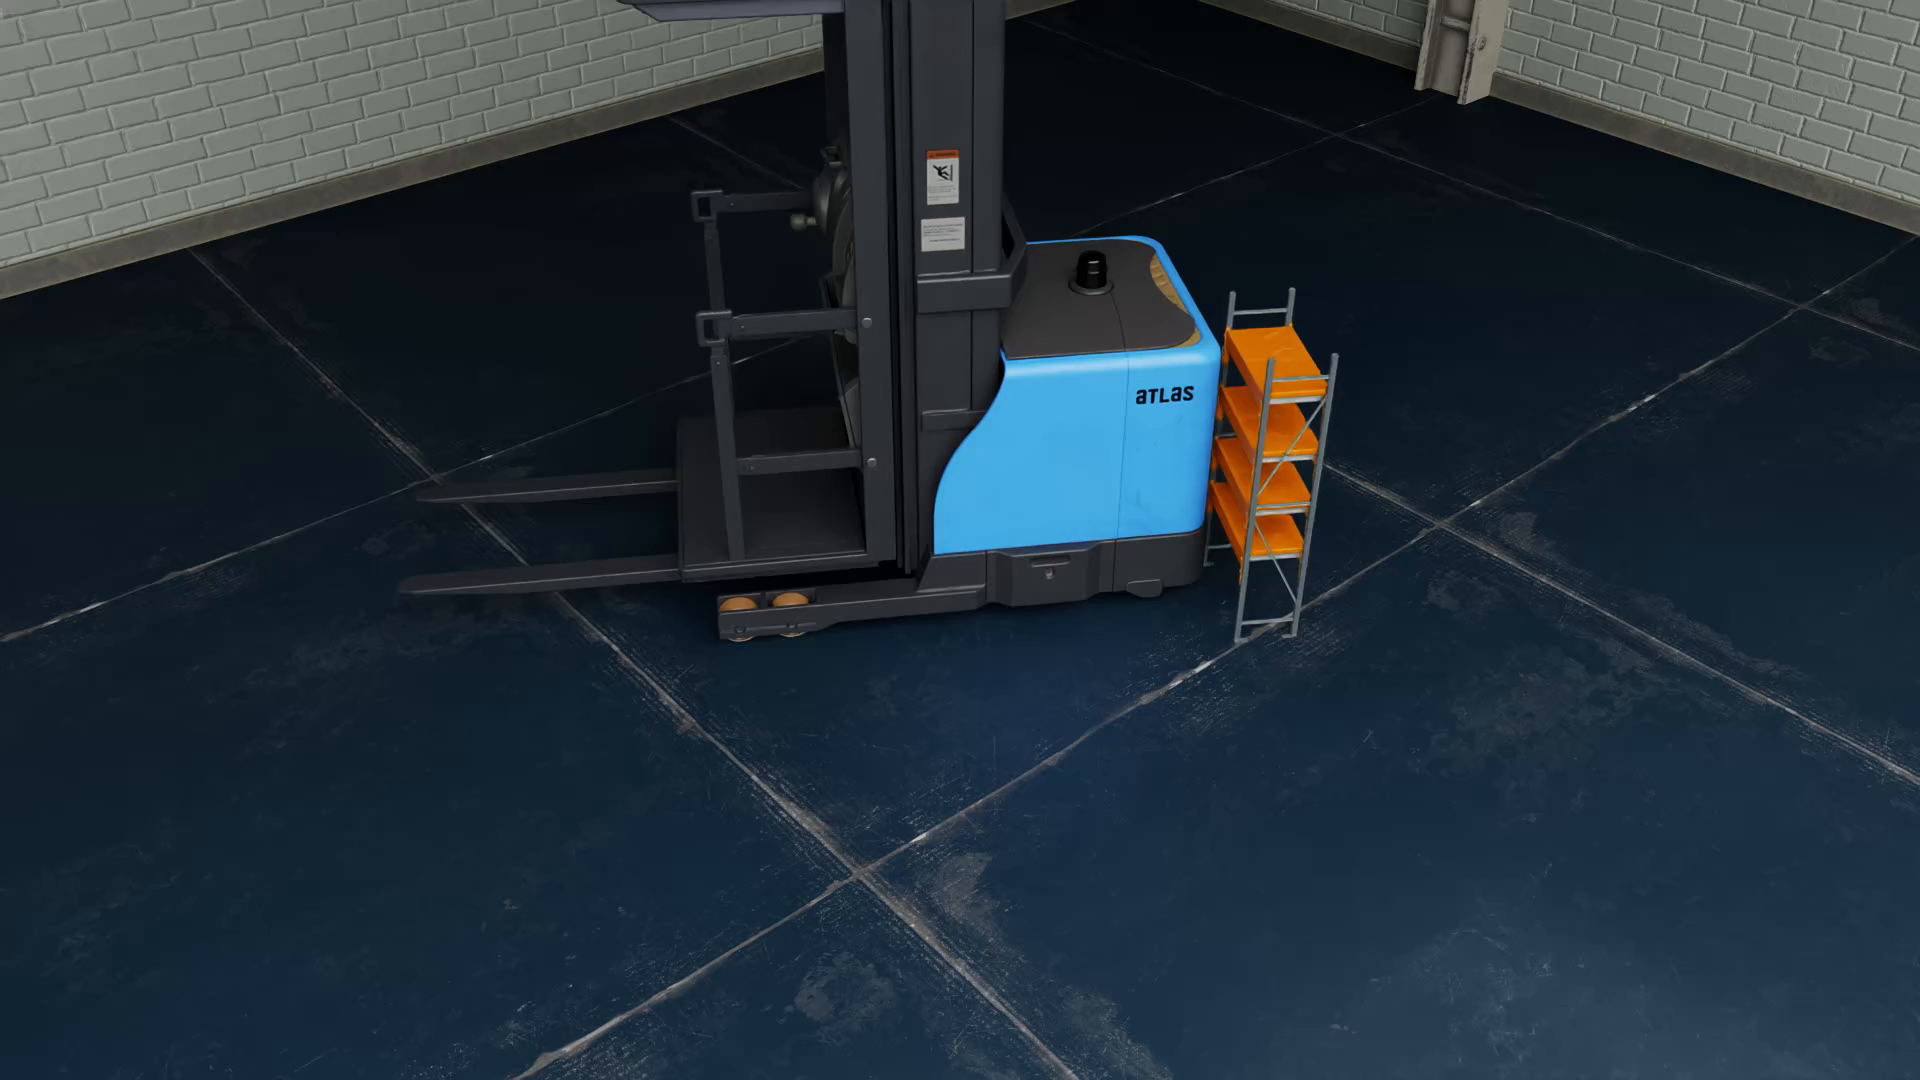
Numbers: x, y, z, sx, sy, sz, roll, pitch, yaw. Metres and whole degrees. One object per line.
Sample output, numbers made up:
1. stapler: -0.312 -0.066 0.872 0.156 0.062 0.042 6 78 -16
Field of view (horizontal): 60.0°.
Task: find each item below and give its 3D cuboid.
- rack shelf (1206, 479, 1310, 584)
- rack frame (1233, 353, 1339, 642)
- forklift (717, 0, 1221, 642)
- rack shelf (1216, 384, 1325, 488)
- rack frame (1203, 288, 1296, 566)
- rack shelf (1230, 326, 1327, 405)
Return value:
1. rack shelf: 1.110 -0.044 6.233 0.258 0.148 0.480 -4 36 -6
2. rack frame: 1.143 -0.121 5.882 0.240 1.200 0.015 -4 36 -6
3. forklift: -0.077 -1.164 5.912 1.939 2.867 1.129 -5 36 -7
4. rack shelf: 1.111 -0.388 5.989 0.258 0.148 0.480 -4 36 -6
5. rack frame: 1.078 -0.401 6.277 0.240 1.200 0.015 -4 36 -6
6. rack shelf: 1.111 -0.613 5.830 0.221 0.050 0.457 -4 36 -6
